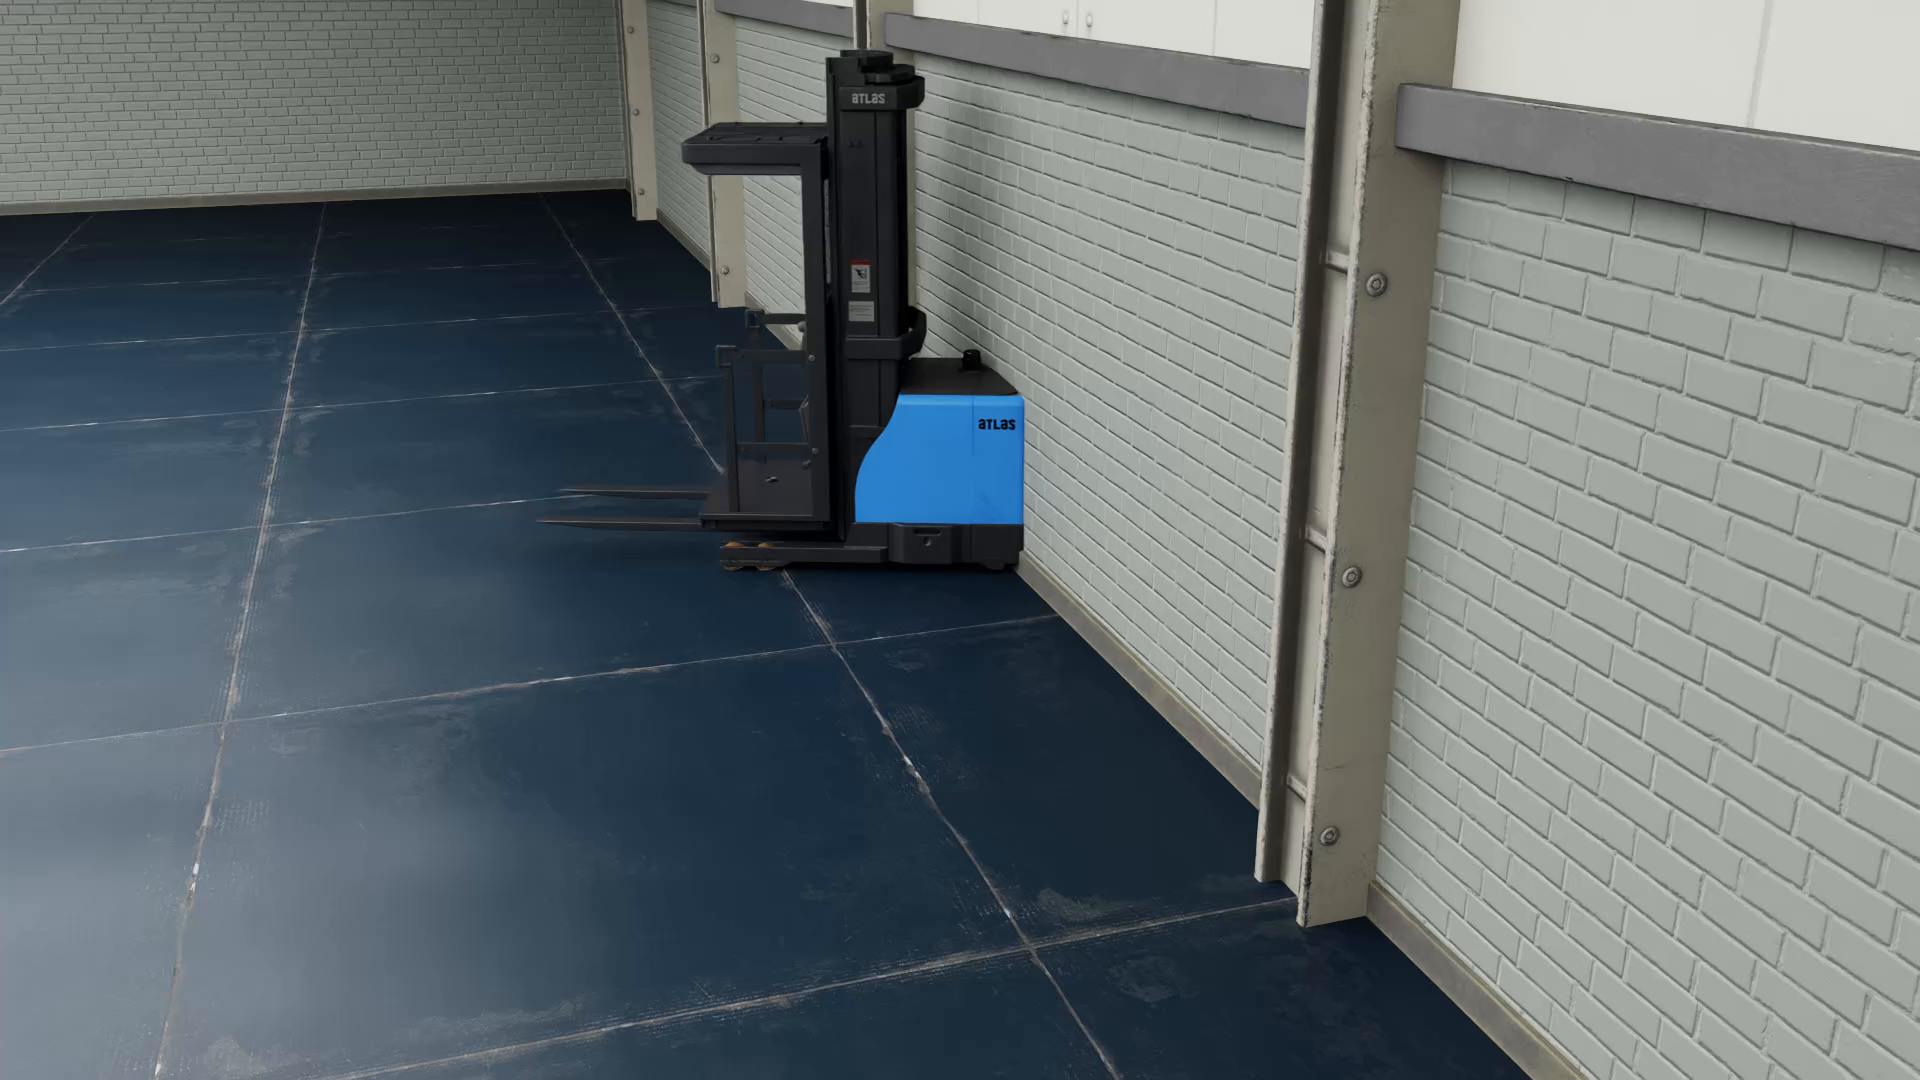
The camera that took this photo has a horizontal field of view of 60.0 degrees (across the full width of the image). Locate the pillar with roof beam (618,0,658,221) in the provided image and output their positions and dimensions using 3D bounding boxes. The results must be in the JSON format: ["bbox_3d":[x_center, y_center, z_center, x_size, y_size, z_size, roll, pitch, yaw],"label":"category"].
[{"bbox_3d":[-8.358,-8.161,19.826,9.100,9.000,0.400,-6,21,-17],"label":"pillar with roof beam"}]

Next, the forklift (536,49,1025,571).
[{"bbox_3d":[-1.043,-1.372,9.900,3.031,2.935,1.130,1,20,3],"label":"forklift"}]

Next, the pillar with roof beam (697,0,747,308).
[{"bbox_3d":[-6.472,-6.236,14.465,9.100,9.000,0.400,-6,21,-17],"label":"pillar with roof beam"}]

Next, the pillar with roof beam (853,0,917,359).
[{"bbox_3d":[-4.586,-4.310,9.104,9.100,9.000,0.400,-6,21,-17],"label":"pillar with roof beam"}]

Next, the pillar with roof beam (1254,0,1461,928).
[{"bbox_3d":[-2.700,-2.385,3.744,9.100,9.000,0.400,-6,21,-17],"label":"pillar with roof beam"}]
